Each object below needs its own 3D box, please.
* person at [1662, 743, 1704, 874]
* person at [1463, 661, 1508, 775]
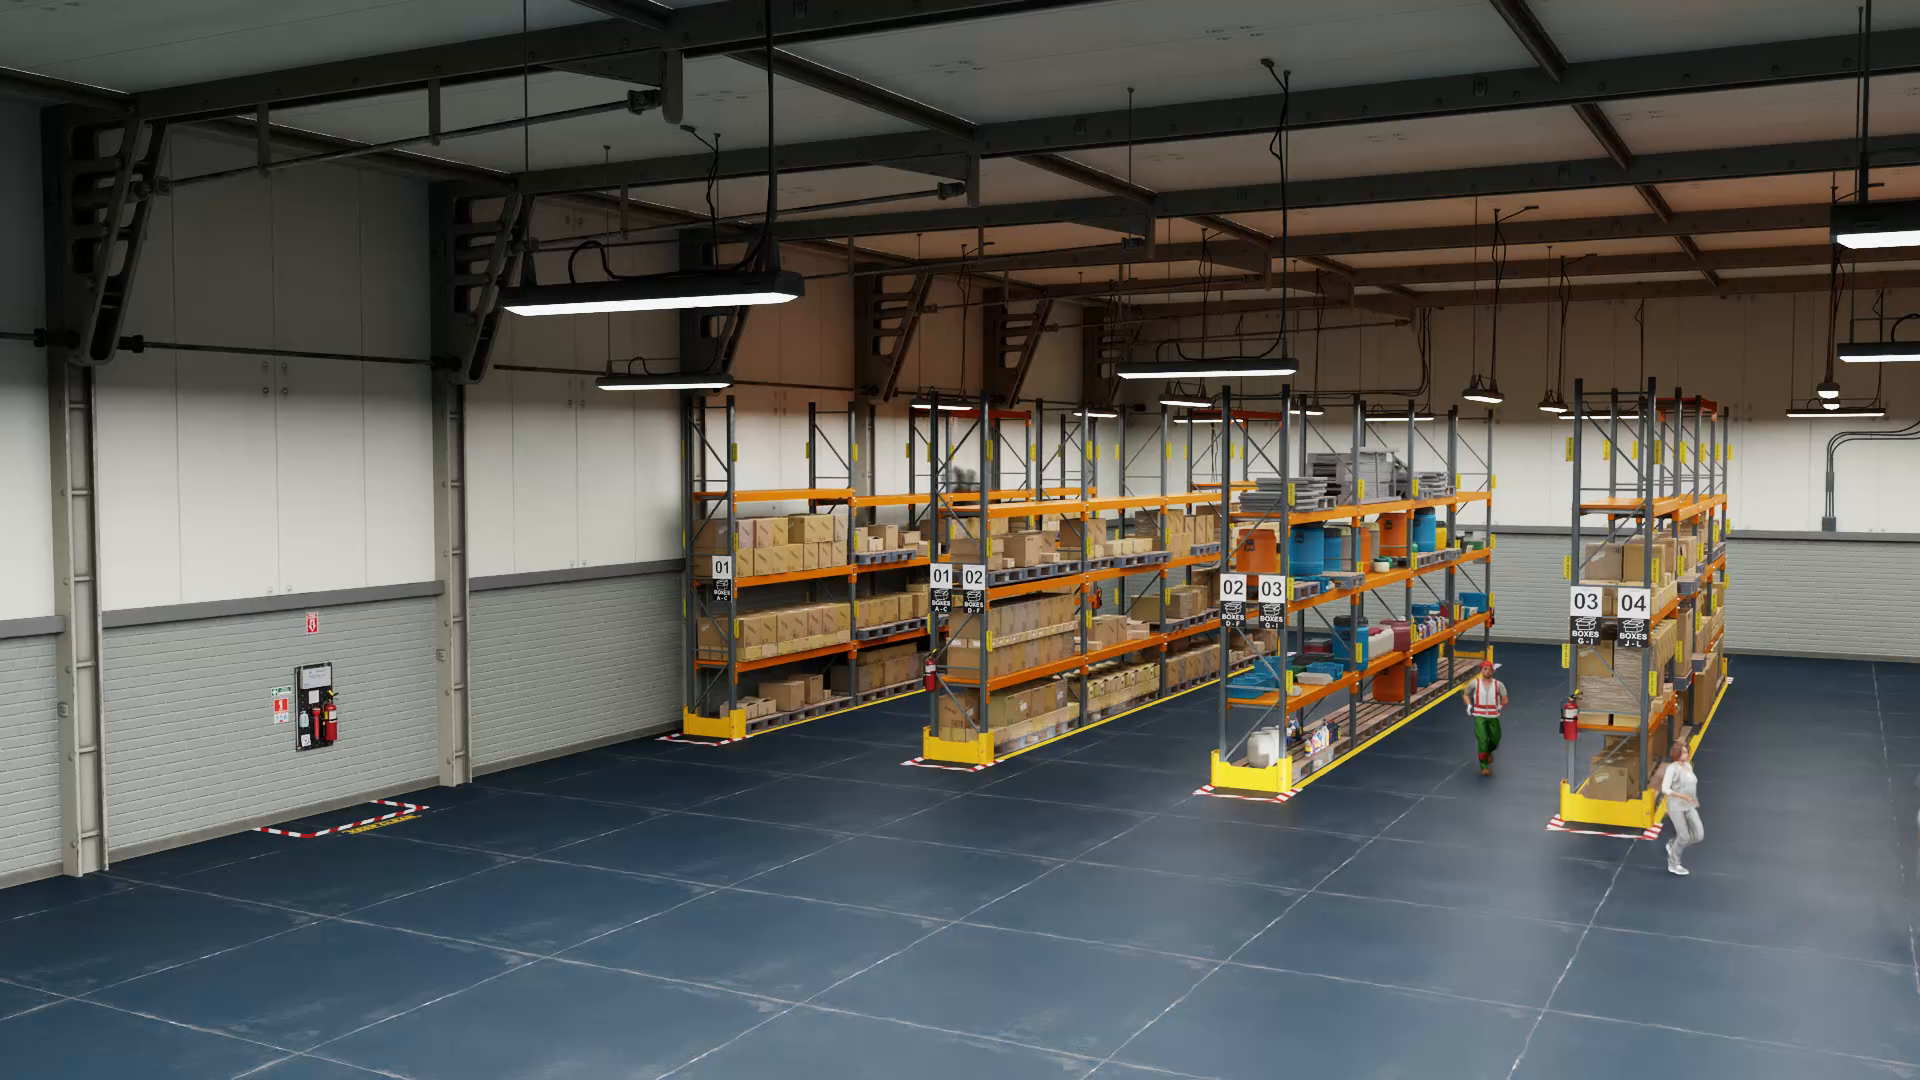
[{"bbox_3d":[8.560,3.184,19.683,0.529,1.553,0.549,-1,3,-26],"label":"person"},{"bbox_3d":[8.209,2.761,25.972,0.664,1.750,0.801,1,3,10],"label":"person"}]
